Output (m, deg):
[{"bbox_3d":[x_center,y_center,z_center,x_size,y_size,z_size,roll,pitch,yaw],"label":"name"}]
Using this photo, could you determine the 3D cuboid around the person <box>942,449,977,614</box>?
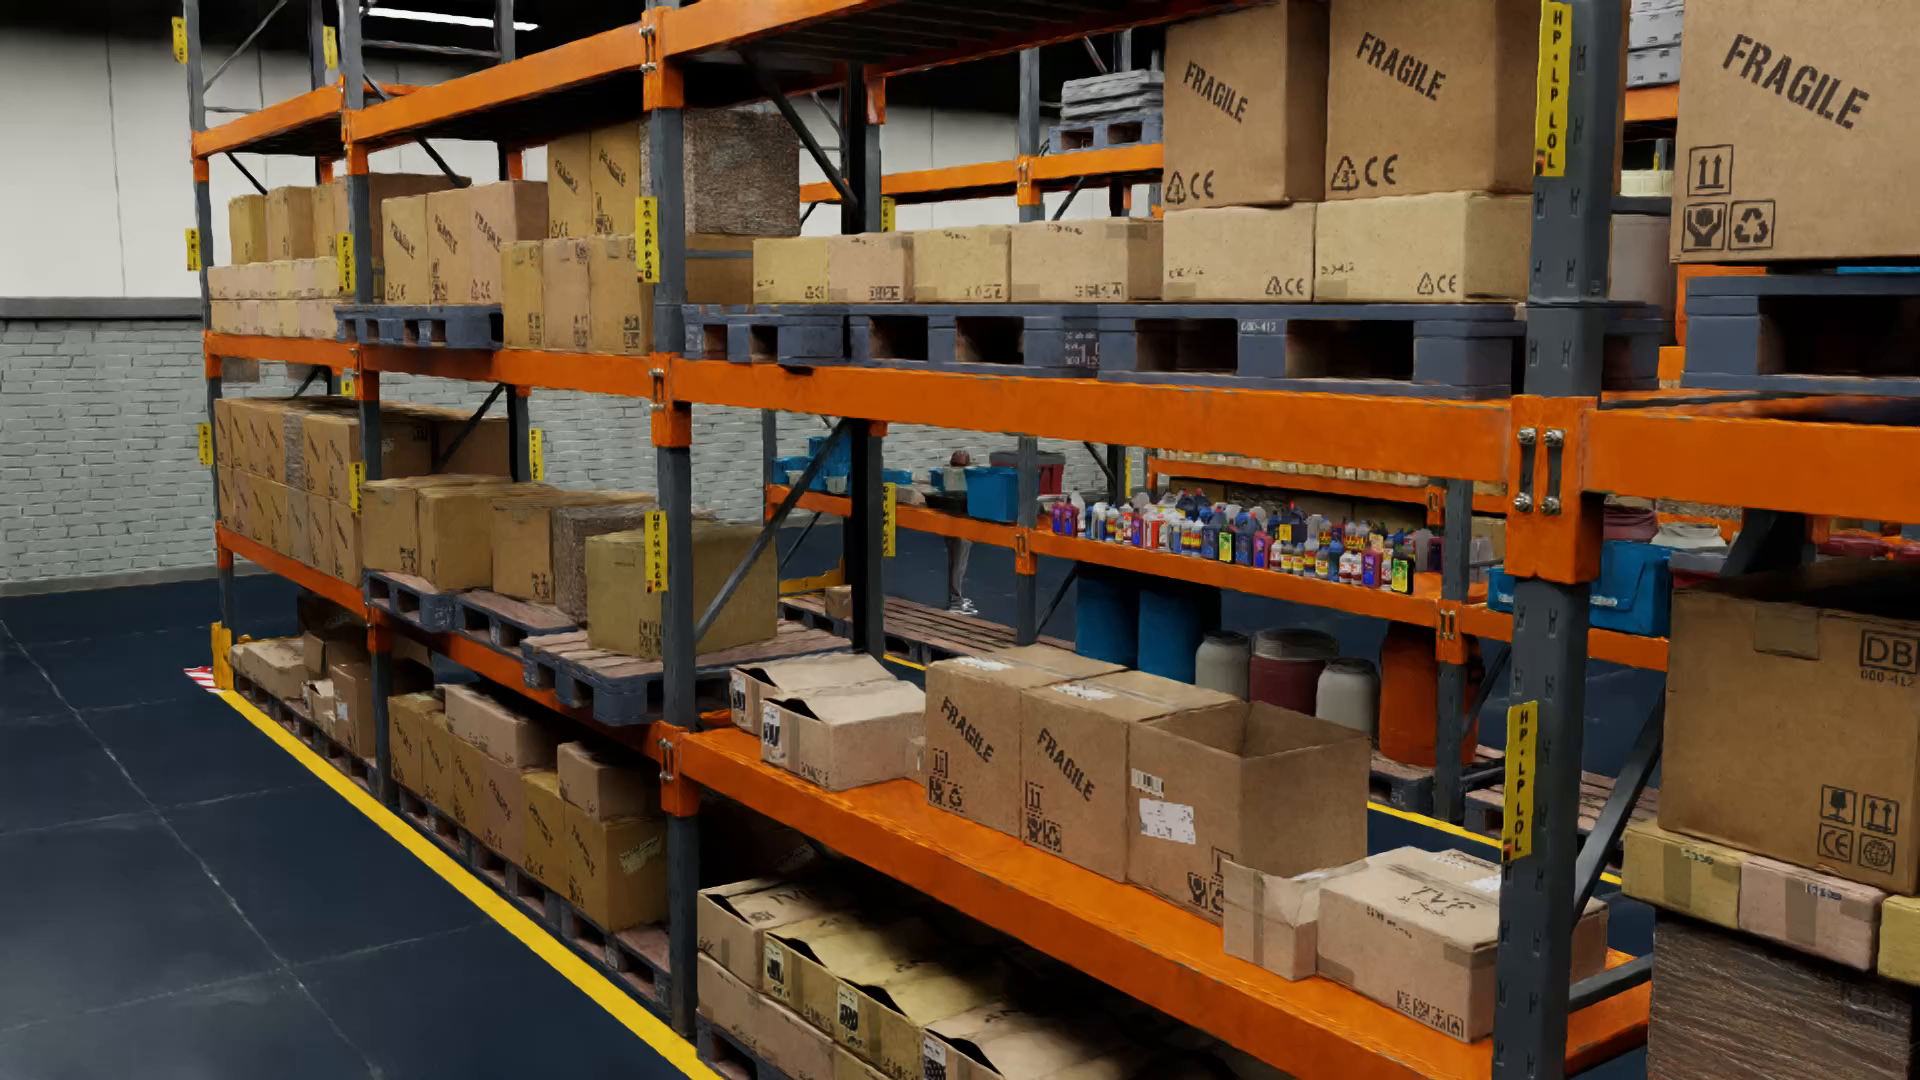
[{"bbox_3d":[0.011,-0.093,16.344,0.453,1.595,0.523,-6,10,-37],"label":"person"}]
